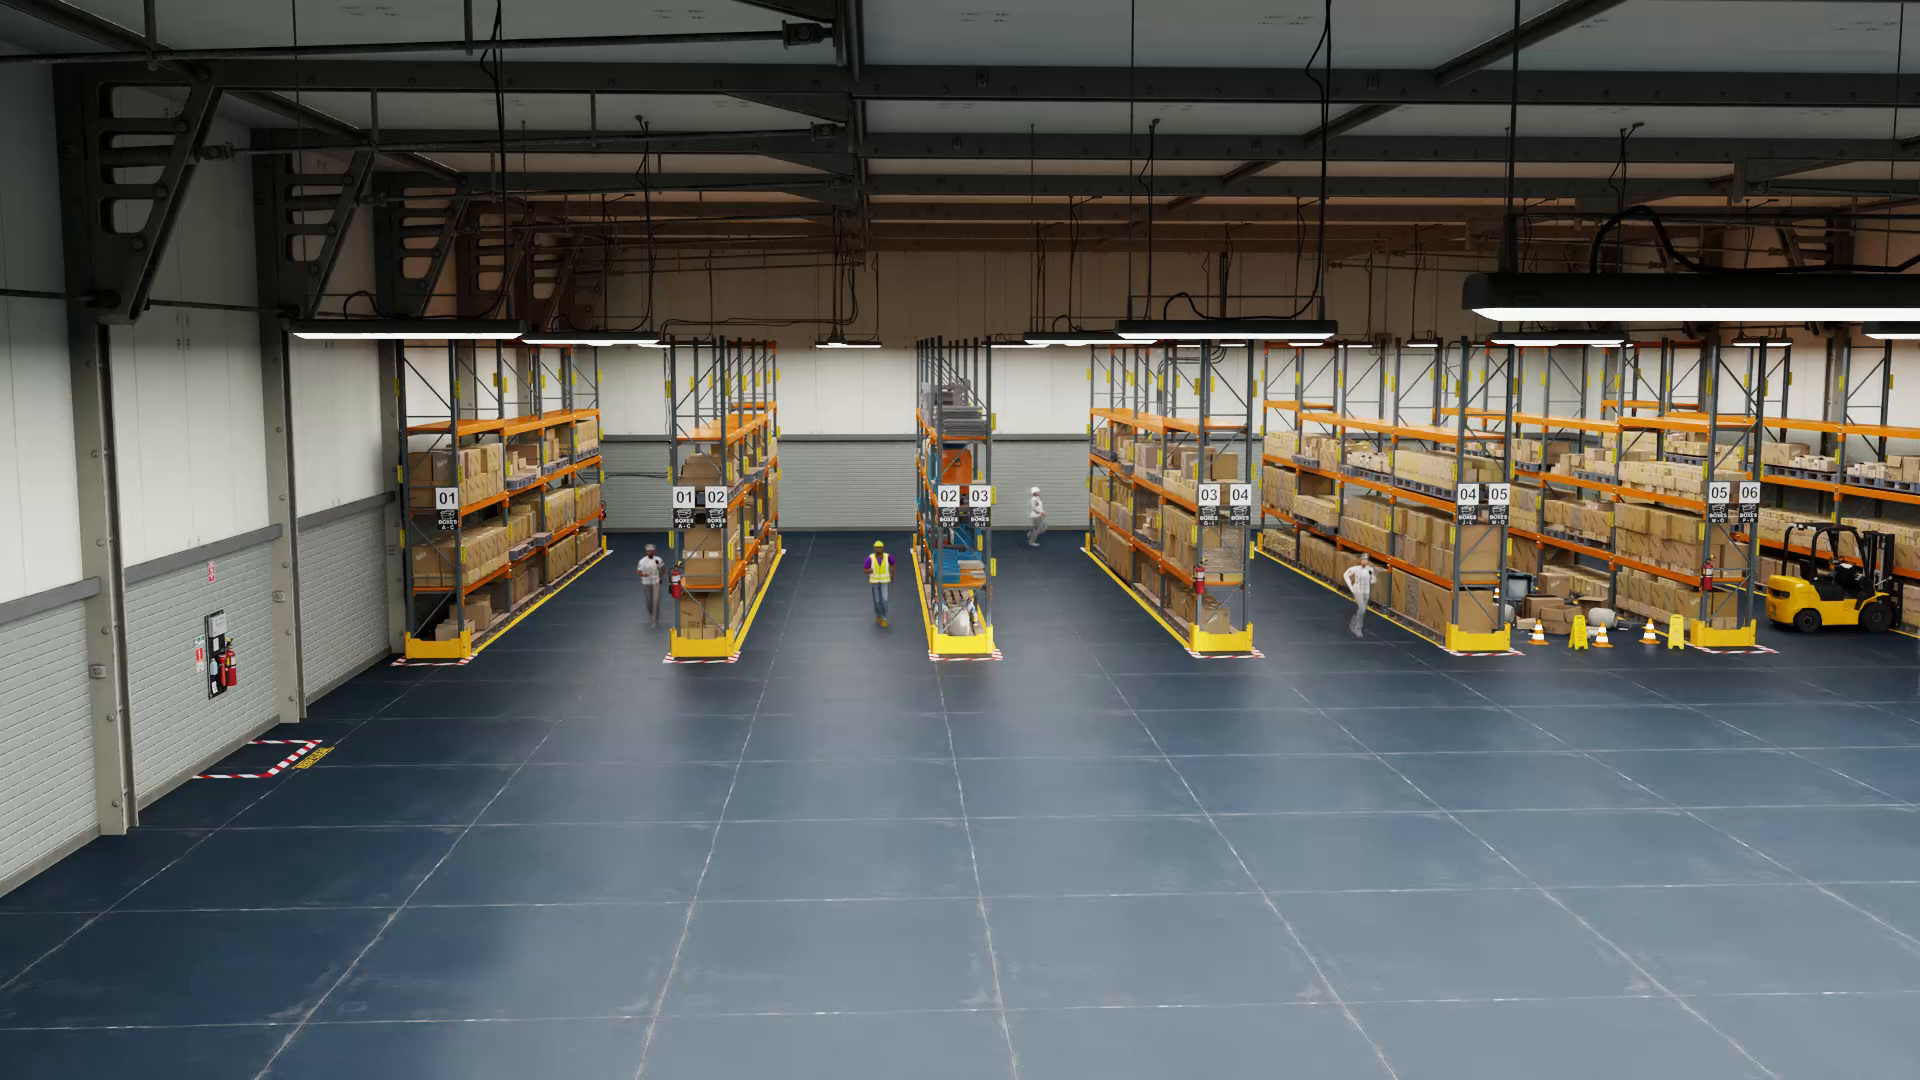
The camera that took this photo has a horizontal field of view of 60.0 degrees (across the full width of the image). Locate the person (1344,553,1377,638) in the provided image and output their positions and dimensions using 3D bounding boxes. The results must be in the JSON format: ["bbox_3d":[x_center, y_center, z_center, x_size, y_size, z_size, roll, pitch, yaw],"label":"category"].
[{"bbox_3d":[8.085,1.095,33.506,0.595,1.720,0.746,-2,7,-17],"label":"person"}]

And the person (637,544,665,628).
[{"bbox_3d":[-6.441,0.929,34.696,0.573,1.712,0.932,-1,7,-9],"label":"person"}]

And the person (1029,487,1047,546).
[{"bbox_3d":[2.295,-0.697,48.972,0.532,1.732,0.672,1,7,11],"label":"person"}]

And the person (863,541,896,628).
[{"bbox_3d":[-1.673,0.925,34.649,0.672,1.823,0.762,0,6,0],"label":"person"}]
